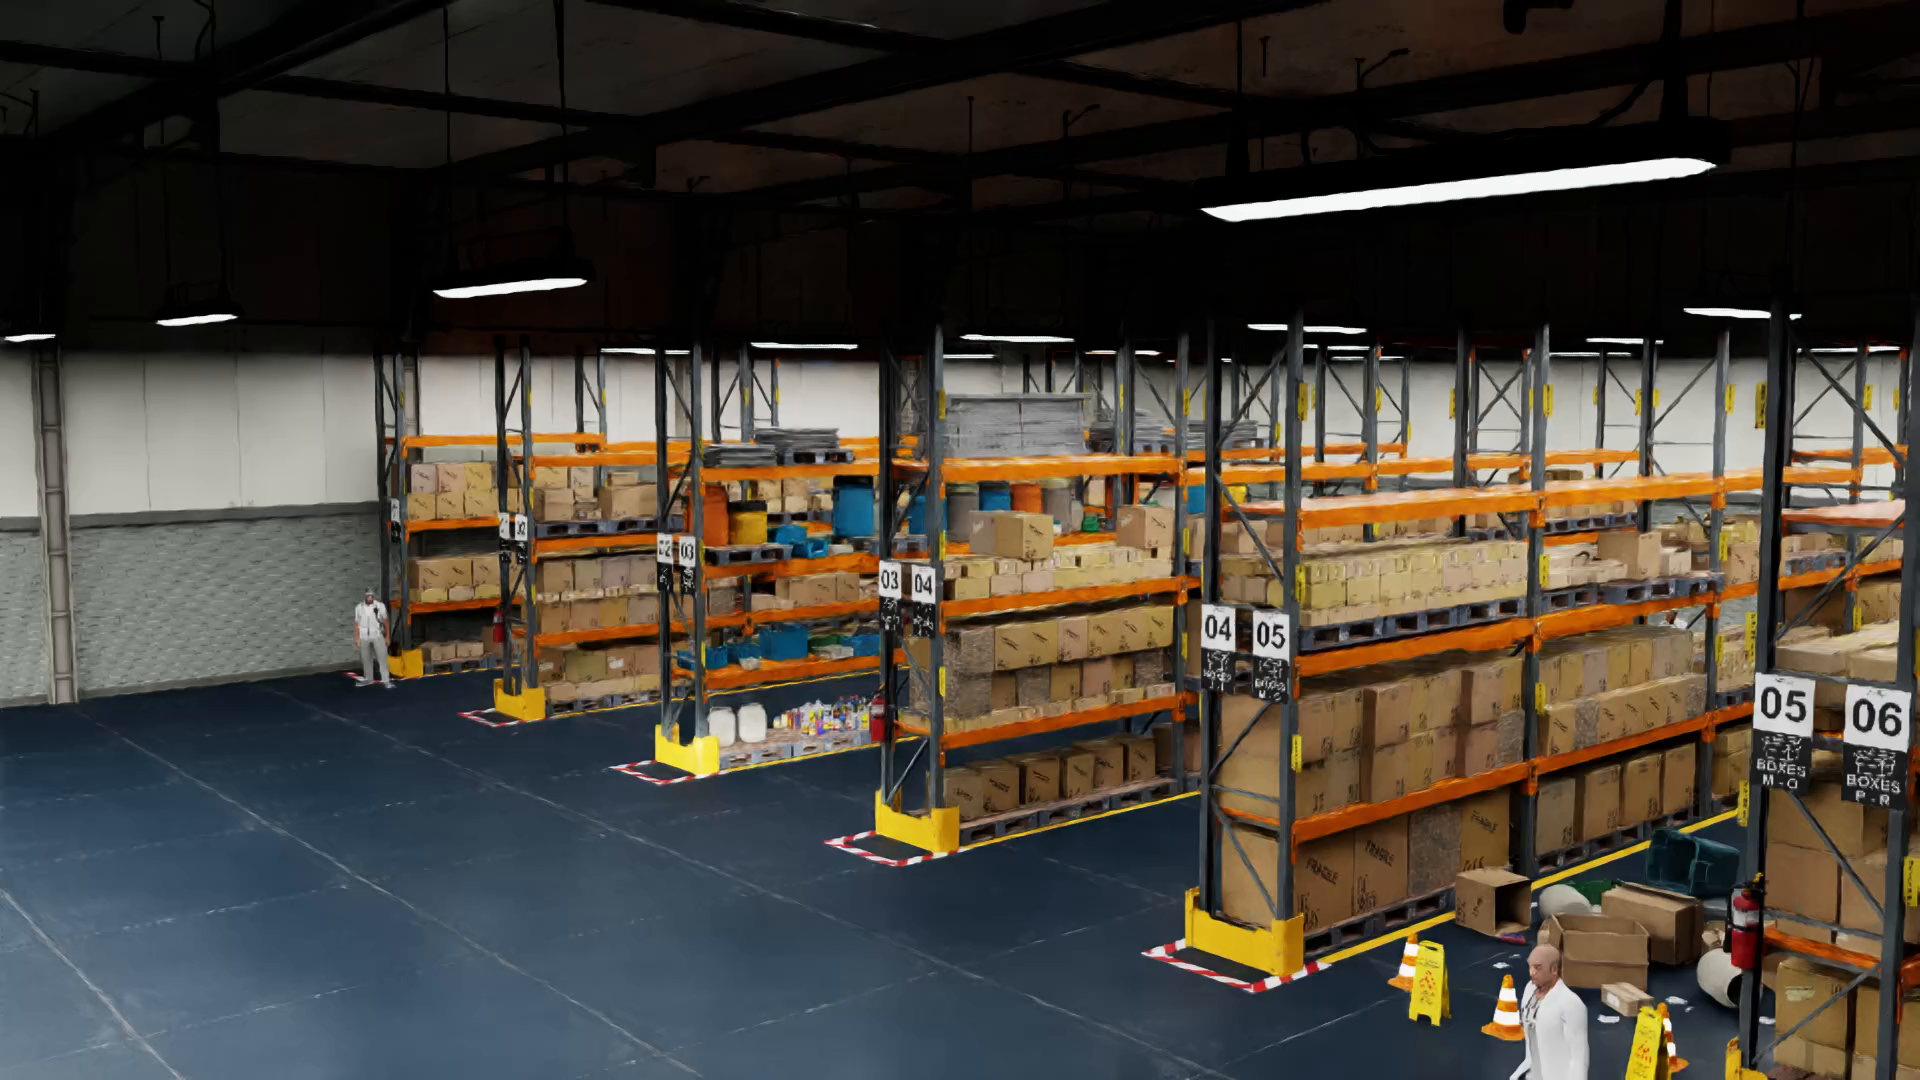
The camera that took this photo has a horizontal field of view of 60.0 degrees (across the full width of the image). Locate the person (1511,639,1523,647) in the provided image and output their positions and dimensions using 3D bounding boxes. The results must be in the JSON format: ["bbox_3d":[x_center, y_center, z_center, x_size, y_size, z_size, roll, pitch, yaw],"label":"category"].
[{"bbox_3d":[7.967,2.195,23.752,1.109,1.590,0.446,-4,7,-38],"label":"person"}]

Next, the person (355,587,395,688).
[{"bbox_3d":[-10.096,1.670,28.662,0.769,1.753,0.576,0,5,-3],"label":"person"}]

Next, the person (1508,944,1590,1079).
[{"bbox_3d":[3.721,3.366,10.394,1.046,1.729,0.630,-2,6,-20],"label":"person"}]

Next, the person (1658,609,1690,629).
[{"bbox_3d":[11.747,1.875,27.422,0.582,1.611,0.625,-5,7,-43],"label":"person"}]
